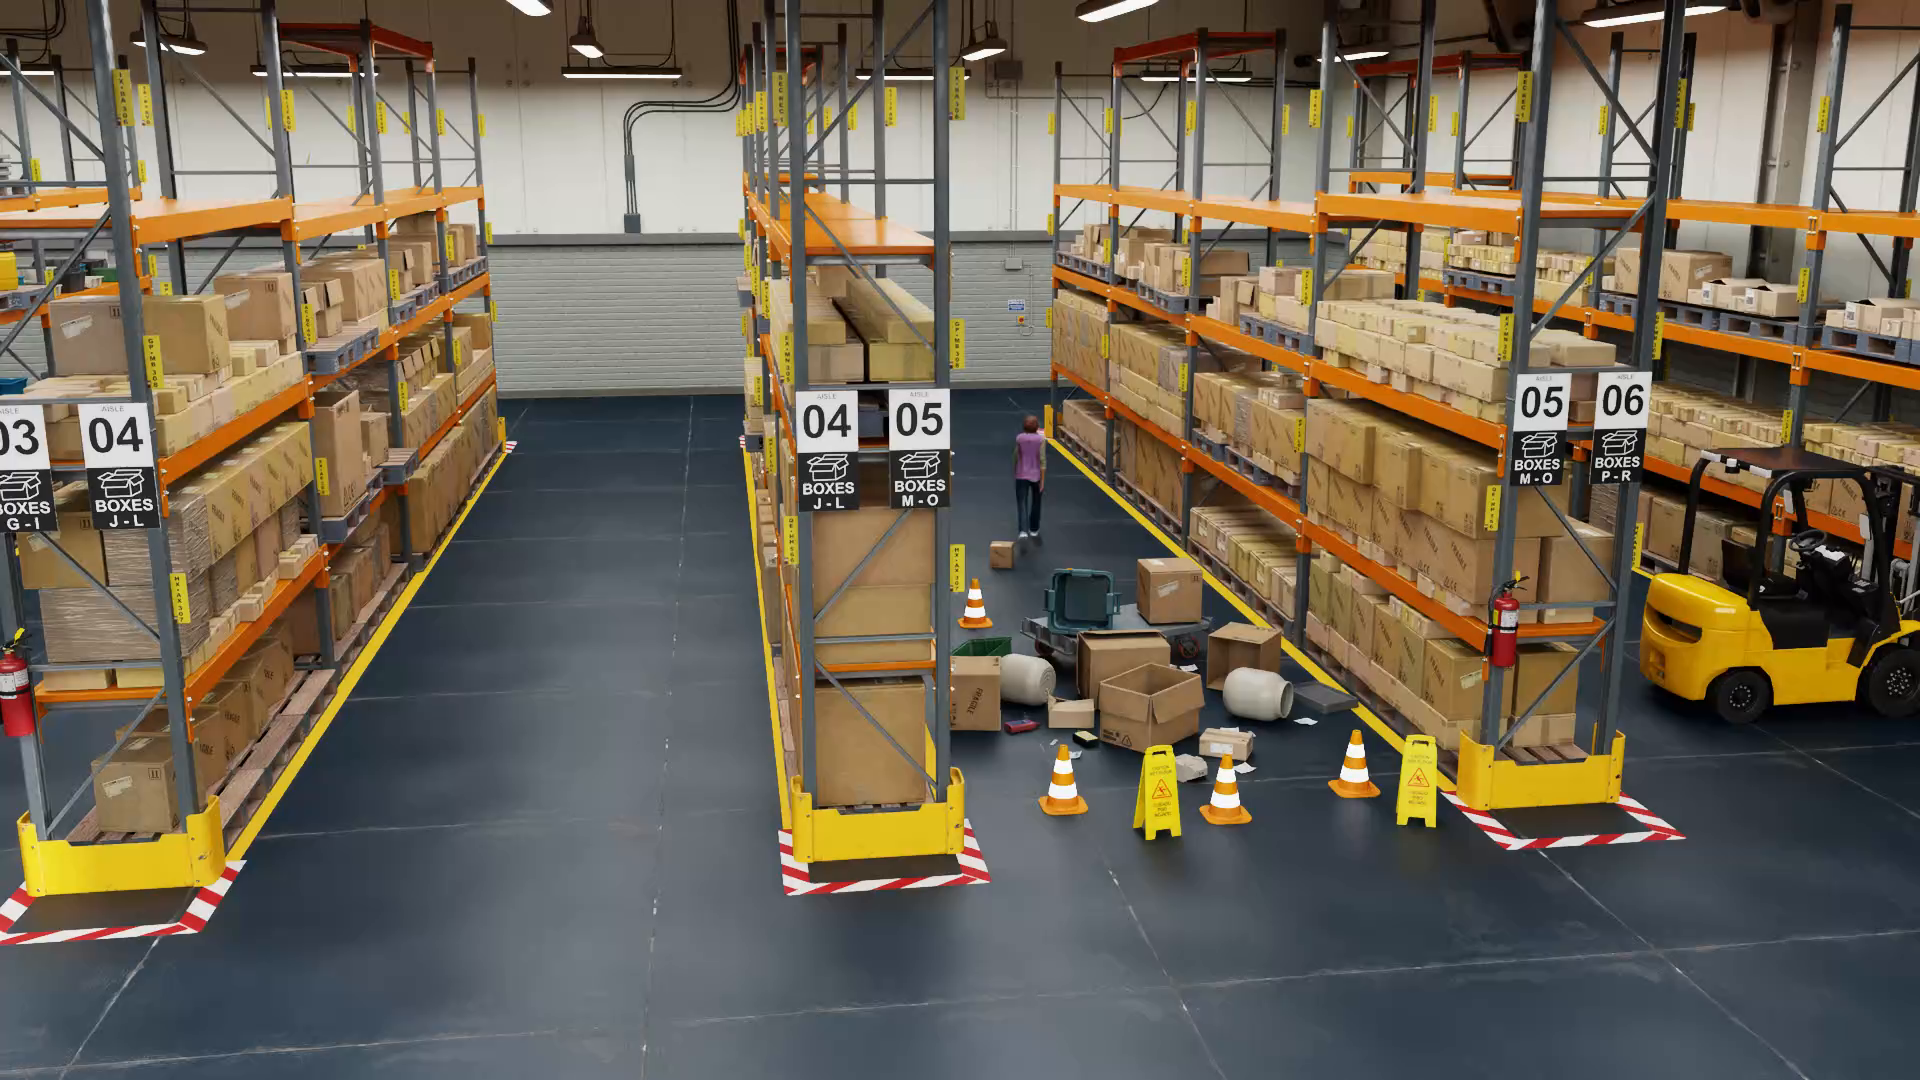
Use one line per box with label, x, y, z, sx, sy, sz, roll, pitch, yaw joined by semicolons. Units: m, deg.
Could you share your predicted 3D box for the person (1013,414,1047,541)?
person;0.840;-0.757;20.146;0.411;1.546;0.948;1;13;2
